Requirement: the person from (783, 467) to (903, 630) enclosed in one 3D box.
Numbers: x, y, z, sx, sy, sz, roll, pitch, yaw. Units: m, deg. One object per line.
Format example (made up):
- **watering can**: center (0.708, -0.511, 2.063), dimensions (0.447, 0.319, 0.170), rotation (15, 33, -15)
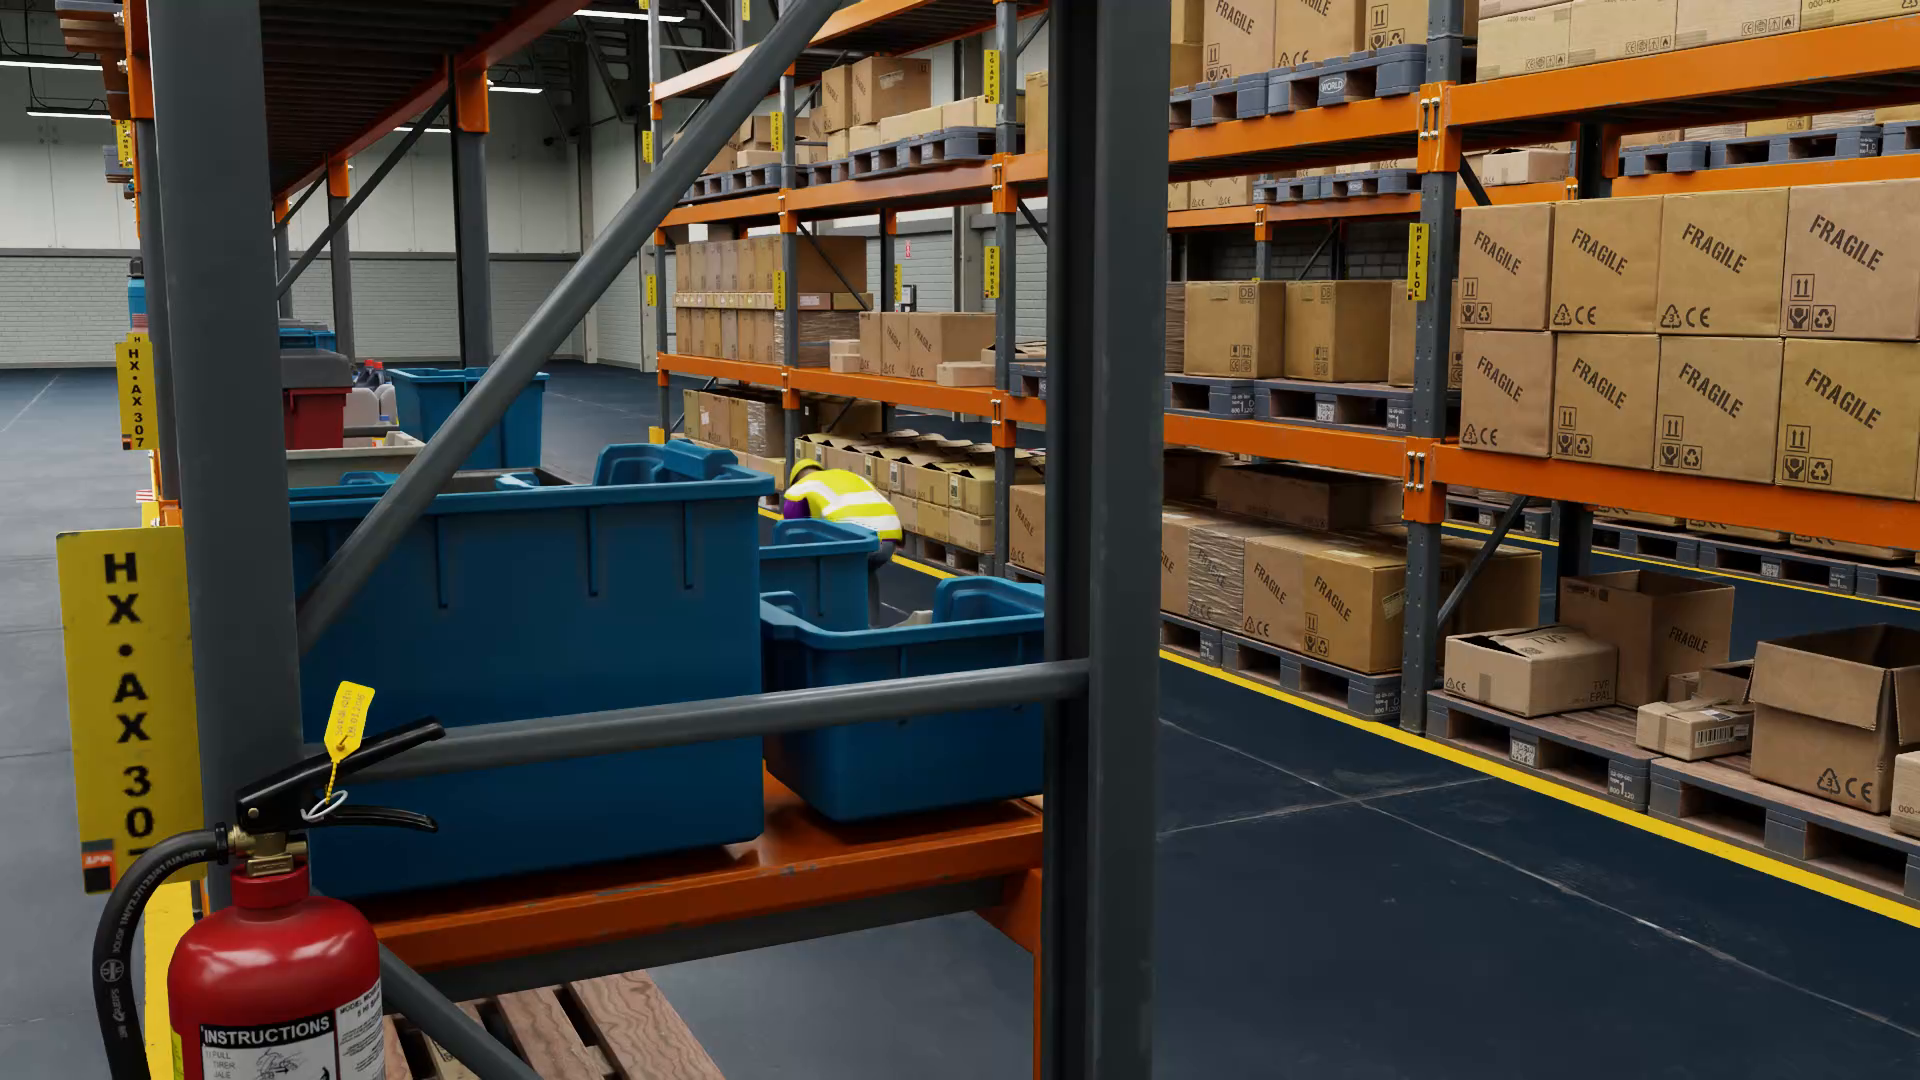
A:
- **person**: center (-0.687, 0.103, 9.237), dimensions (0.523, 0.985, 0.919), rotation (-5, 10, -28)
